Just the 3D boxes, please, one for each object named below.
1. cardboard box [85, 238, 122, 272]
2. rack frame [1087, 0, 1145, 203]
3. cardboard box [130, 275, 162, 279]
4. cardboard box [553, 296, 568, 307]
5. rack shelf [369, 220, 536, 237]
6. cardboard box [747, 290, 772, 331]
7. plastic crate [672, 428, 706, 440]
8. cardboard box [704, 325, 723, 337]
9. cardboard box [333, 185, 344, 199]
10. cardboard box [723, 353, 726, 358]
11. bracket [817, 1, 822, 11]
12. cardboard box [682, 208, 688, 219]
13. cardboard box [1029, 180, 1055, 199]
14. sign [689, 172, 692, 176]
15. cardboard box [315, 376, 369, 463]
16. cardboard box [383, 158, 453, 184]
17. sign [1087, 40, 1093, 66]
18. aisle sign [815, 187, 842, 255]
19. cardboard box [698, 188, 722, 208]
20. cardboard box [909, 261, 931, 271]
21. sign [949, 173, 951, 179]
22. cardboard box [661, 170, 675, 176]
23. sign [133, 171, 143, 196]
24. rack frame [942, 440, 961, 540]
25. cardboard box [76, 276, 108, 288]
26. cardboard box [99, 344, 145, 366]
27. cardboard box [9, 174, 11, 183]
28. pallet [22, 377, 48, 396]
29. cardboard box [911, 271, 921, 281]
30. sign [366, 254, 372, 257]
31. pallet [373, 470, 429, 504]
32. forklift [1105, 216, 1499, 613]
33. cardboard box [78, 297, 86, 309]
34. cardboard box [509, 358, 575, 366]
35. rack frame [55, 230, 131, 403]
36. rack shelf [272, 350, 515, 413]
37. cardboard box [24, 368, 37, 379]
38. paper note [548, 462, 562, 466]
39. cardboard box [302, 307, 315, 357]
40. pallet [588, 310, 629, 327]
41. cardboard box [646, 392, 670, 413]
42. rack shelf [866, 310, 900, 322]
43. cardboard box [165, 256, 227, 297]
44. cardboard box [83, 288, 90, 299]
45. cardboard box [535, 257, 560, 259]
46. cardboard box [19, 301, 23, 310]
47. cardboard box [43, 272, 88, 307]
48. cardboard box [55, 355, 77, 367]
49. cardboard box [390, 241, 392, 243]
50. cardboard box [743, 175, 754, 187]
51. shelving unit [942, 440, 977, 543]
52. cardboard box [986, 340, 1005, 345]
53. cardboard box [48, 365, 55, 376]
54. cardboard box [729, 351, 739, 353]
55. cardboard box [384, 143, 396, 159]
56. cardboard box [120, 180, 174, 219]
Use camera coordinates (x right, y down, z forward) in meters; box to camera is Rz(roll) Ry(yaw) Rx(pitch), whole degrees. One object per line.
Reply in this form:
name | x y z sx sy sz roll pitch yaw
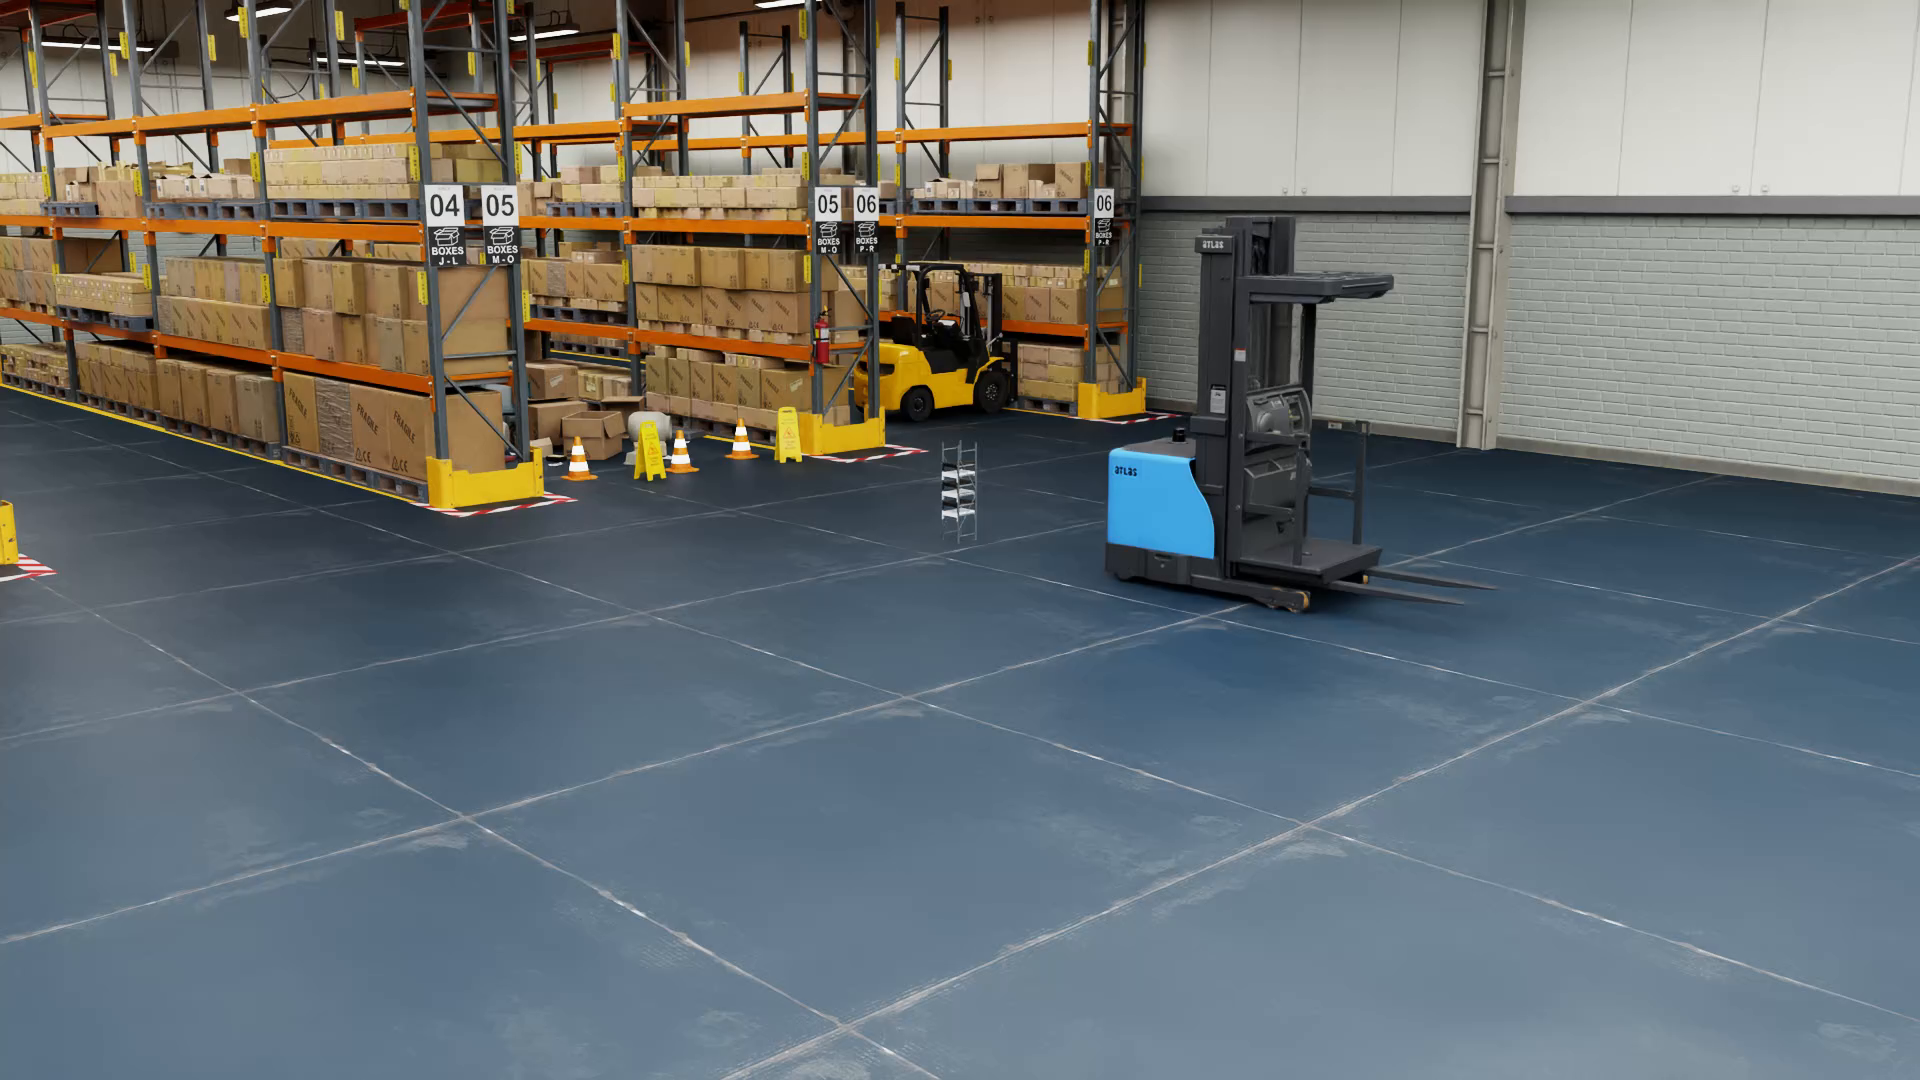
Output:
cardboard box | -13.341 -4.422 25.817 0.500 0.500 0.500 -10 16 -41
rack frame | 2.179 -6.222 23.148 1.000 3.000 0.127 -11 16 -43
cardboard box | -11.887 -3.790 24.321 0.250 0.149 0.380 11 16 43
cardboard box | -5.762 -3.525 24.509 0.380 0.149 0.250 -10 15 -41
rack shelf | -8.314 -5.167 27.247 1.077 0.370 4.000 -11 16 -43
cardboard box | -2.325 -2.900 20.909 0.500 0.500 0.500 -11 16 -42
plastic crate | -3.679 -1.401 21.854 0.583 0.080 0.402 6 13 26
cardboard box | -3.114 -2.740 21.740 0.380 0.149 0.250 -11 16 -43
cardboard box | -6.446 -3.711 17.730 0.380 0.149 0.250 -11 16 -42
cardboard box | -3.215 -2.278 22.789 0.500 0.500 0.500 -11 16 -42
bracket | -2.336 -9.099 28.191 0.235 0.232 0.430 -11 16 -43
cardboard box | -3.420 -4.292 21.837 0.250 0.149 0.380 11 16 43
cardboard box | 1.212 -5.057 23.972 0.396 0.266 0.258 -11 16 -42
sign | -3.783 -4.974 23.244 0.100 0.325 0.005 -11 16 -43
cardboard box | -6.672 -1.403 18.850 0.875 0.875 0.875 -11 16 -42
cardboard box | -5.458 -3.715 16.761 0.500 0.250 0.500 -11 16 -42
sign | 1.777 -6.644 22.688 0.100 0.325 0.005 -11 16 -43
aisle sign | -1.575 -3.815 19.891 0.394 0.787 0.004 -11 16 -43
cardboard box | -3.015 -4.392 21.333 0.500 0.250 0.500 -11 16 -42
cardboard box | -0.577 -4.292 26.054 0.380 0.149 0.250 -10 16 -41
sign | -0.183 -5.706 26.600 0.100 0.325 0.005 -11 16 -43
cardboard box | -5.640 -6.915 31.517 0.396 0.266 0.258 -11 16 -43
sign | -10.837 -4.701 21.920 0.100 0.325 0.005 -11 16 -43
rack frame | -0.076 -0.457 15.237 0.240 0.900 0.006 -11 16 -43
cardboard box | -12.546 -3.739 24.070 0.380 0.149 0.250 -11 16 -43
cardboard box | -12.168 -2.689 24.166 0.500 0.250 0.500 -10 15 -40
cardboard box | -14.857 -5.748 26.425 0.380 0.149 0.250 -10 15 -41
pallet | -14.541 -2.543 27.071 1.003 0.211 1.213 -11 16 -43
cardboard box | -0.553 -4.151 26.107 0.380 0.149 0.250 -11 16 -43
sign | -10.095 -4.728 28.422 0.100 0.325 0.005 -11 16 -43
pallet | -5.527 -0.627 17.768 1.003 0.211 1.213 -11 16 -43
forklift | 2.653 -1.005 12.863 3.031 2.935 1.130 9 15 39
cardboard box | -12.552 -3.448 24.136 0.250 0.149 0.380 11 16 43
cardboard box | -6.550 -2.593 25.876 0.625 0.372 0.950 10 16 41
rack frame | -13.205 -3.638 25.474 1.000 3.000 0.127 -11 16 -43
rack shelf | -6.299 -1.826 18.463 1.077 0.370 4.000 -11 16 -43
cardboard box | -14.969 -2.723 27.057 0.250 0.149 0.380 11 16 42
paper note | -4.744 -0.891 19.503 0.144 0.017 0.142 -5 13 -23
cardboard box | -7.021 -2.414 19.164 0.875 0.550 0.550 -11 16 -43
pallet | -4.593 -3.213 23.886 1.003 0.211 1.213 -11 16 -43
cardboard box | -3.958 -1.910 22.861 0.500 0.250 0.500 11 16 43
rack shelf | -1.964 -3.807 28.076 1.077 0.370 4.000 -11 16 -43
cardboard box | -10.140 -3.526 22.204 0.700 0.500 0.500 -11 16 -43
cardboard box | -12.356 -3.554 23.910 0.380 0.149 0.250 -11 16 -43
cardboard box | -6.418 -4.131 25.843 0.500 0.500 0.500 11 16 43
cardboard box | -15.031 -3.826 27.009 0.380 0.149 0.250 -11 16 -44
cardboard box | -13.744 -3.864 25.585 0.500 0.500 0.500 -11 16 -42
cardboard box | -13.844 -2.786 25.889 0.380 0.149 0.250 -11 16 -42
cardboard box | -9.914 -5.316 29.287 0.380 0.149 0.250 -11 16 -42
cardboard box | -2.497 -4.495 20.845 0.380 0.149 0.250 -11 16 -43
shelving unit | -0.006 -0.442 15.165 0.258 0.900 0.210 -11 16 -43
cardboard box | 0.579 -2.877 25.075 0.500 0.250 0.500 -11 16 -44
cardboard box | -14.046 -2.669 26.058 0.250 0.149 0.380 11 16 43
cardboard box | -3.793 -3.464 29.784 0.500 0.500 0.500 -10 15 -41
cardboard box | -5.568 -3.916 16.750 0.380 0.149 0.250 -11 16 -42
cardboard box | -11.021 -4.620 22.560 0.500 0.500 0.500 -11 16 -43
